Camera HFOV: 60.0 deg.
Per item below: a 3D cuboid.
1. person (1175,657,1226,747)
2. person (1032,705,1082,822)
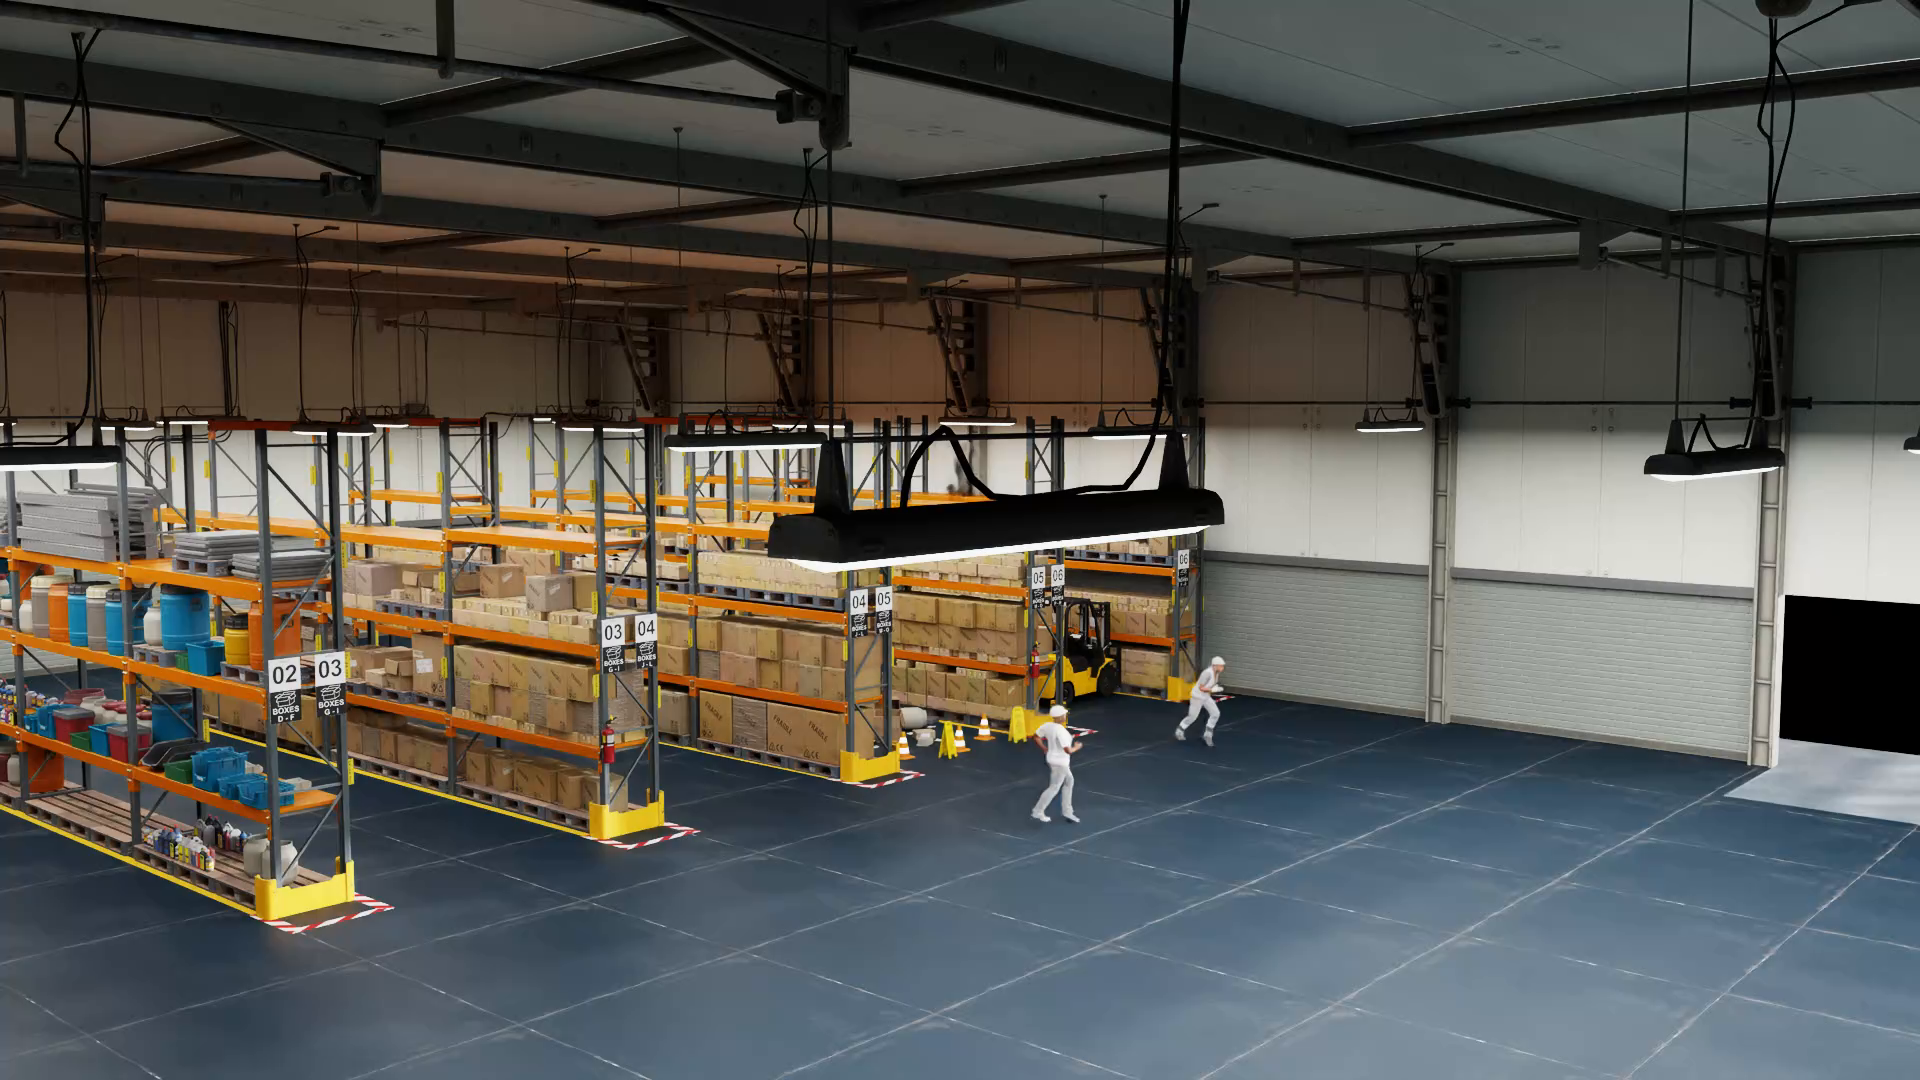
[{"bbox_3d":[4.441,2.974,30.681,1.008,1.709,0.676,3,6,33],"label":"person"},{"bbox_3d":[1.448,3.375,24.878,0.798,1.820,0.681,-1,5,-13],"label":"person"}]
